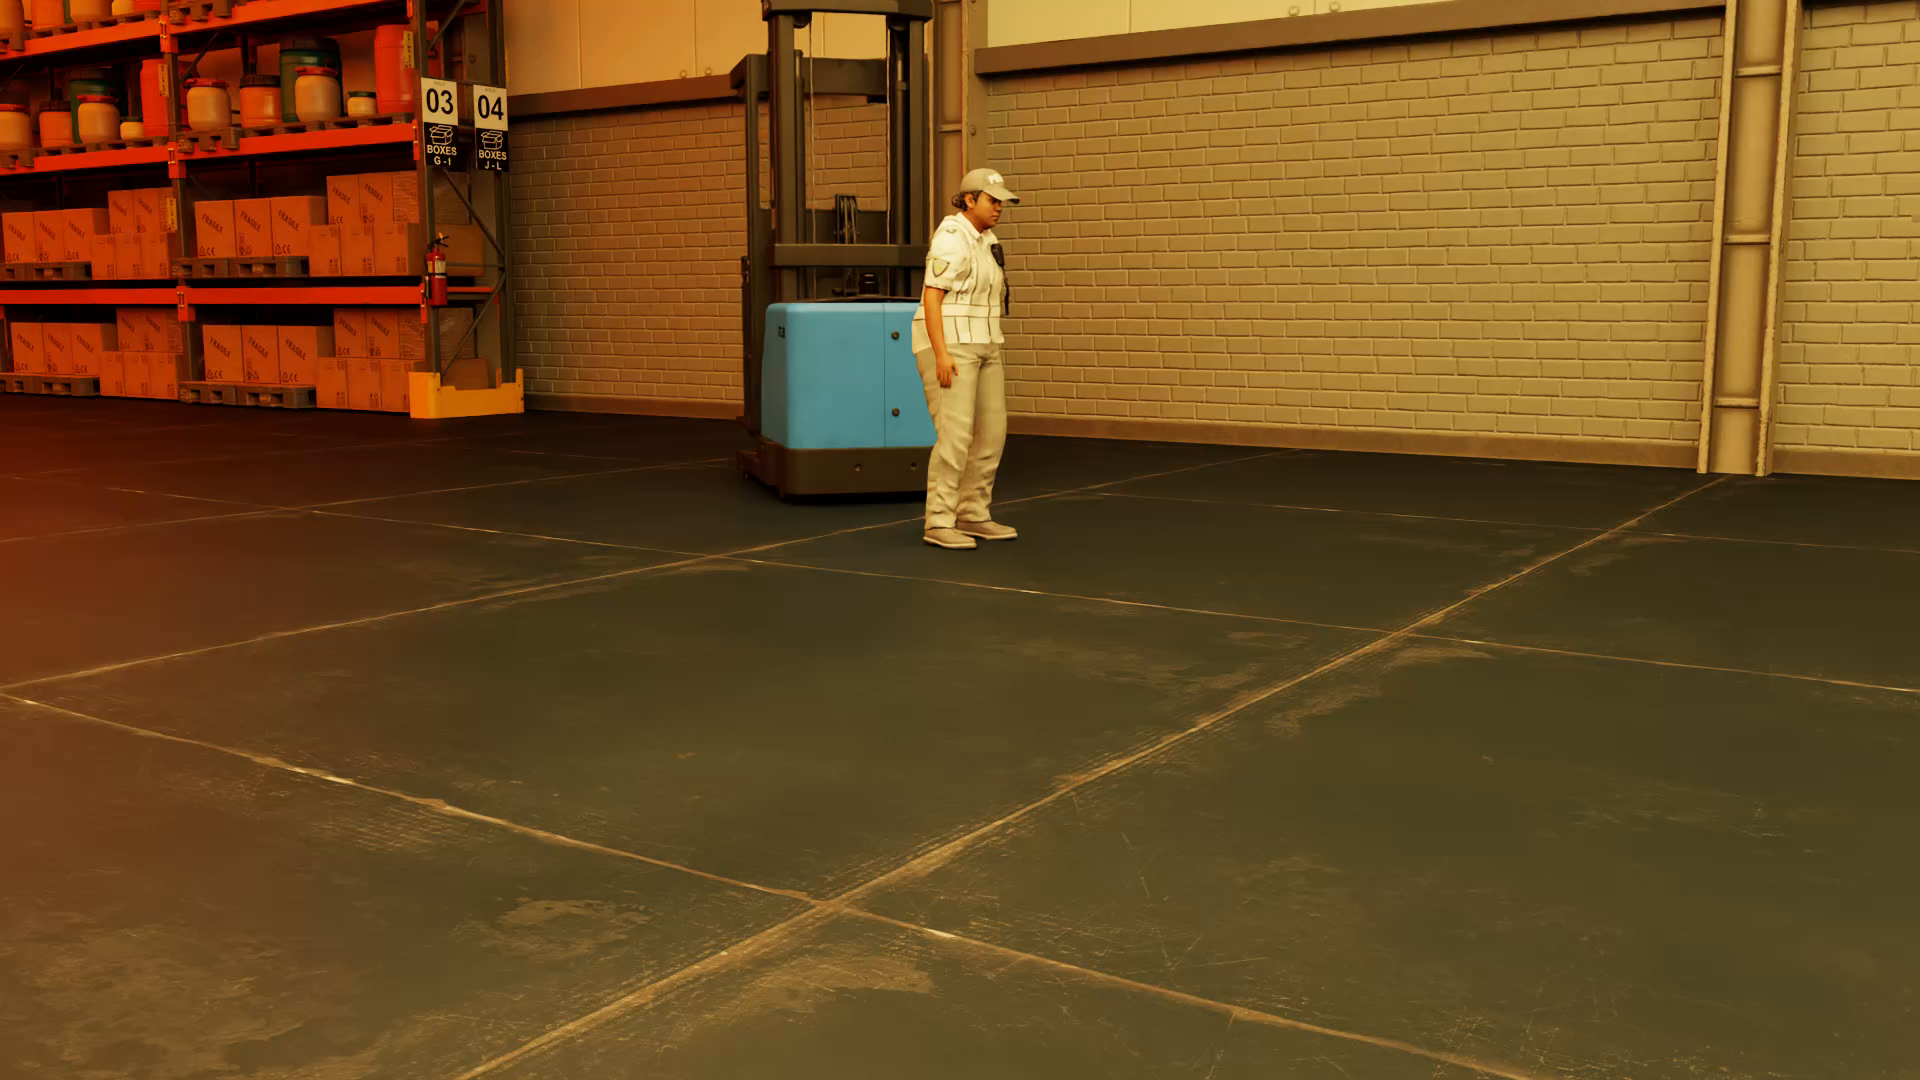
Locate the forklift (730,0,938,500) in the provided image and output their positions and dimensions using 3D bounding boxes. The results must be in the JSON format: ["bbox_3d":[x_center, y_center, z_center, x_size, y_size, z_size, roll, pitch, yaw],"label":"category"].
[{"bbox_3d":[-0.785,-1.841,10.137,1.130,2.935,3.031,-2,8,-15],"label":"forklift"}]

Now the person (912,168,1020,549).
[{"bbox_3d":[0.037,-0.819,7.460,0.466,1.666,0.546,5,10,32],"label":"person"}]
